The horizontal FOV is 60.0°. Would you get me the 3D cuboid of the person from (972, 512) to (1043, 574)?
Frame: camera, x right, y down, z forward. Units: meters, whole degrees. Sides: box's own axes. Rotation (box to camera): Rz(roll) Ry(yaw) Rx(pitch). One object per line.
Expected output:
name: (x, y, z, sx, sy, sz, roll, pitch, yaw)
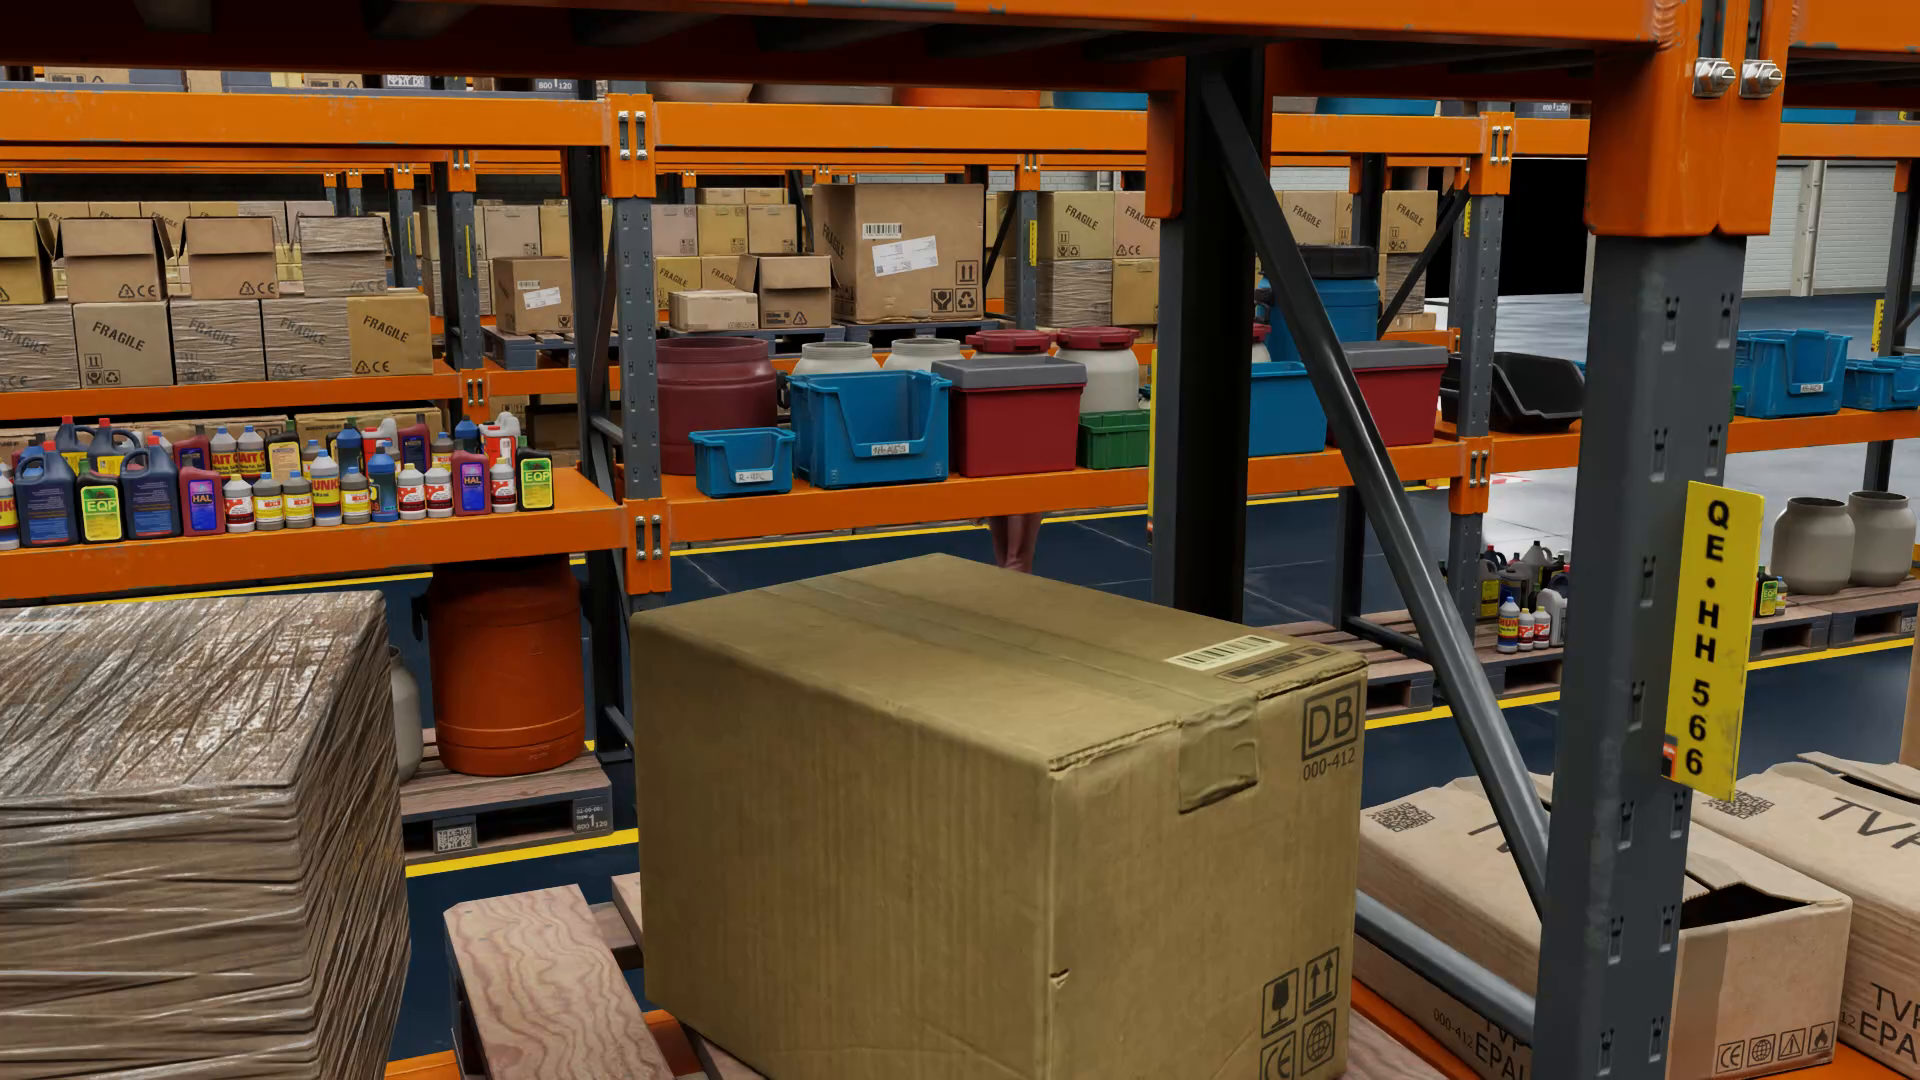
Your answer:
person: (0.327, -0.263, 9.152, 0.482, 1.628, 0.885, 3, 13, 15)
